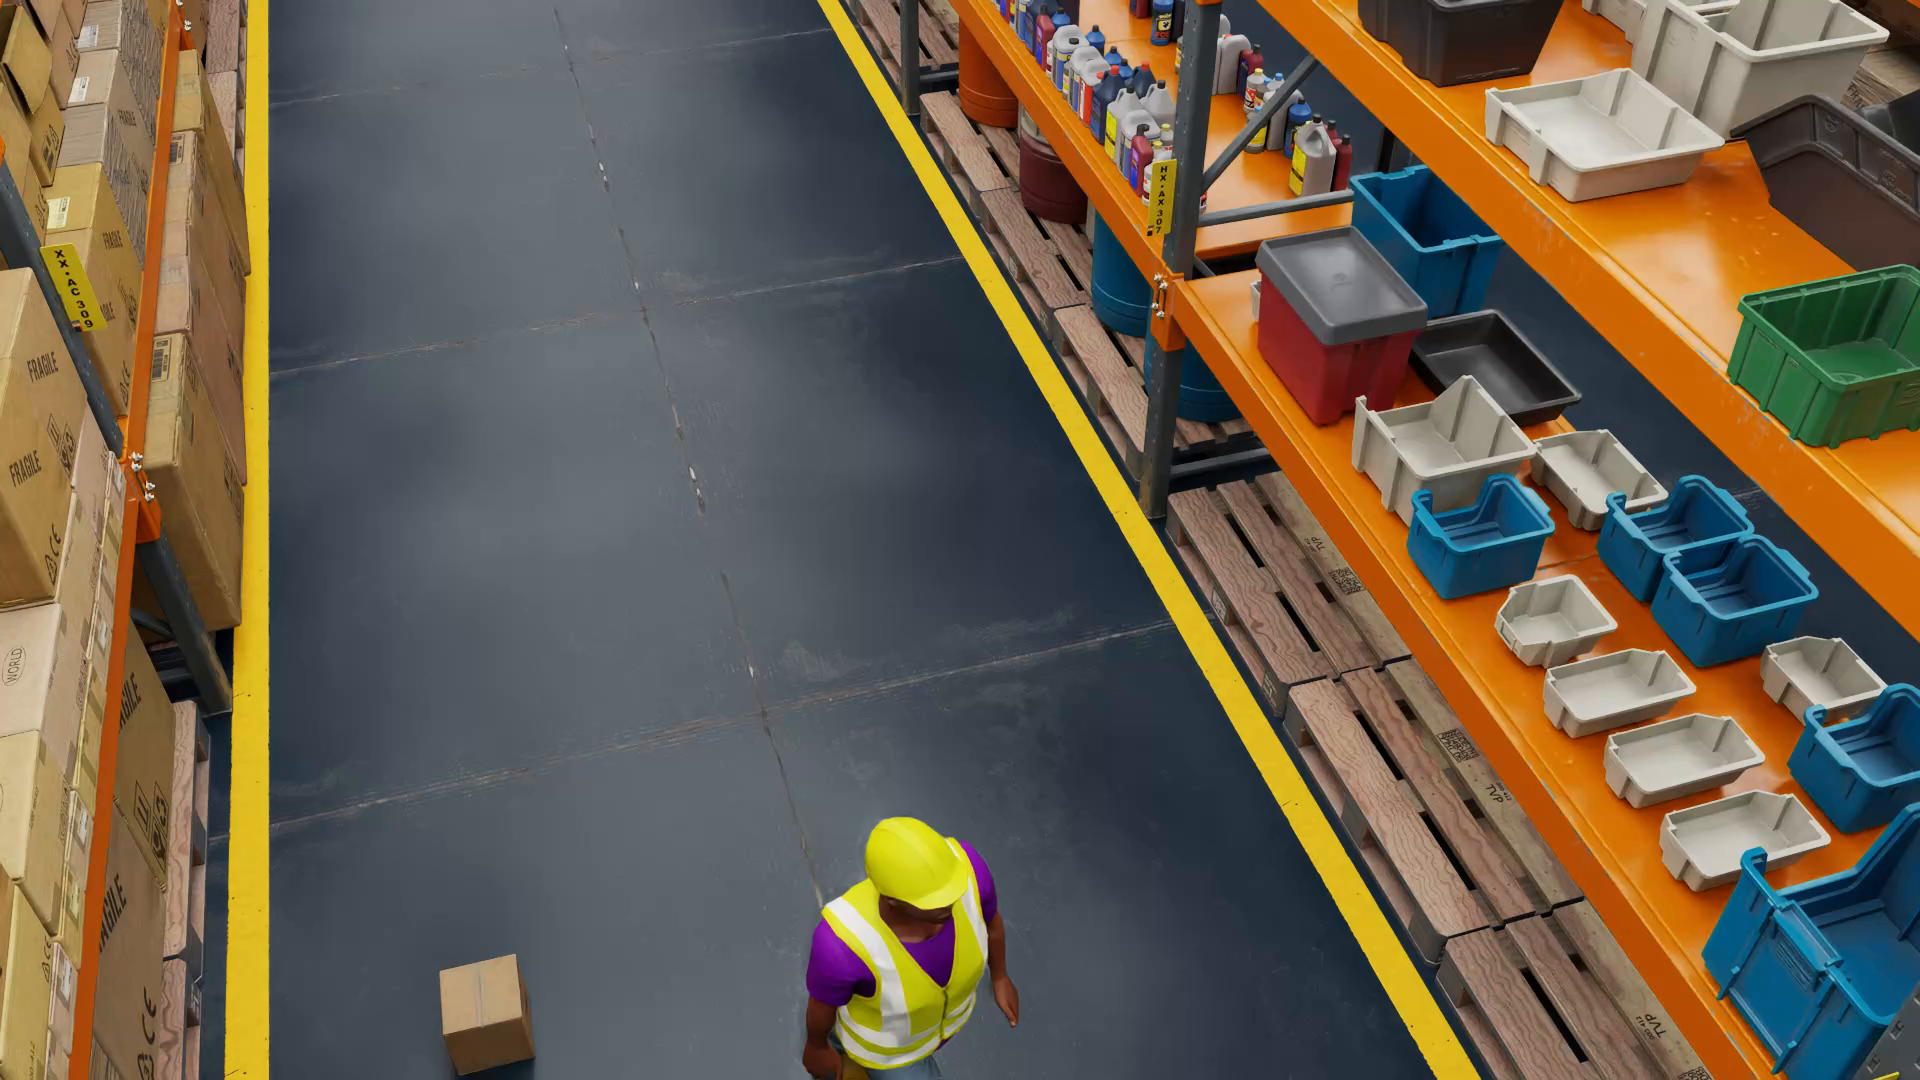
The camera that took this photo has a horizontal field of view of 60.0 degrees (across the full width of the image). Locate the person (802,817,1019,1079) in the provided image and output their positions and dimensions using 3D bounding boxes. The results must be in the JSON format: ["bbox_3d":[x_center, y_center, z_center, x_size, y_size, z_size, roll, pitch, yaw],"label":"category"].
[{"bbox_3d":[-0.204,1.251,4.720,0.595,1.665,0.865,-33,51,-31],"label":"person"}]
